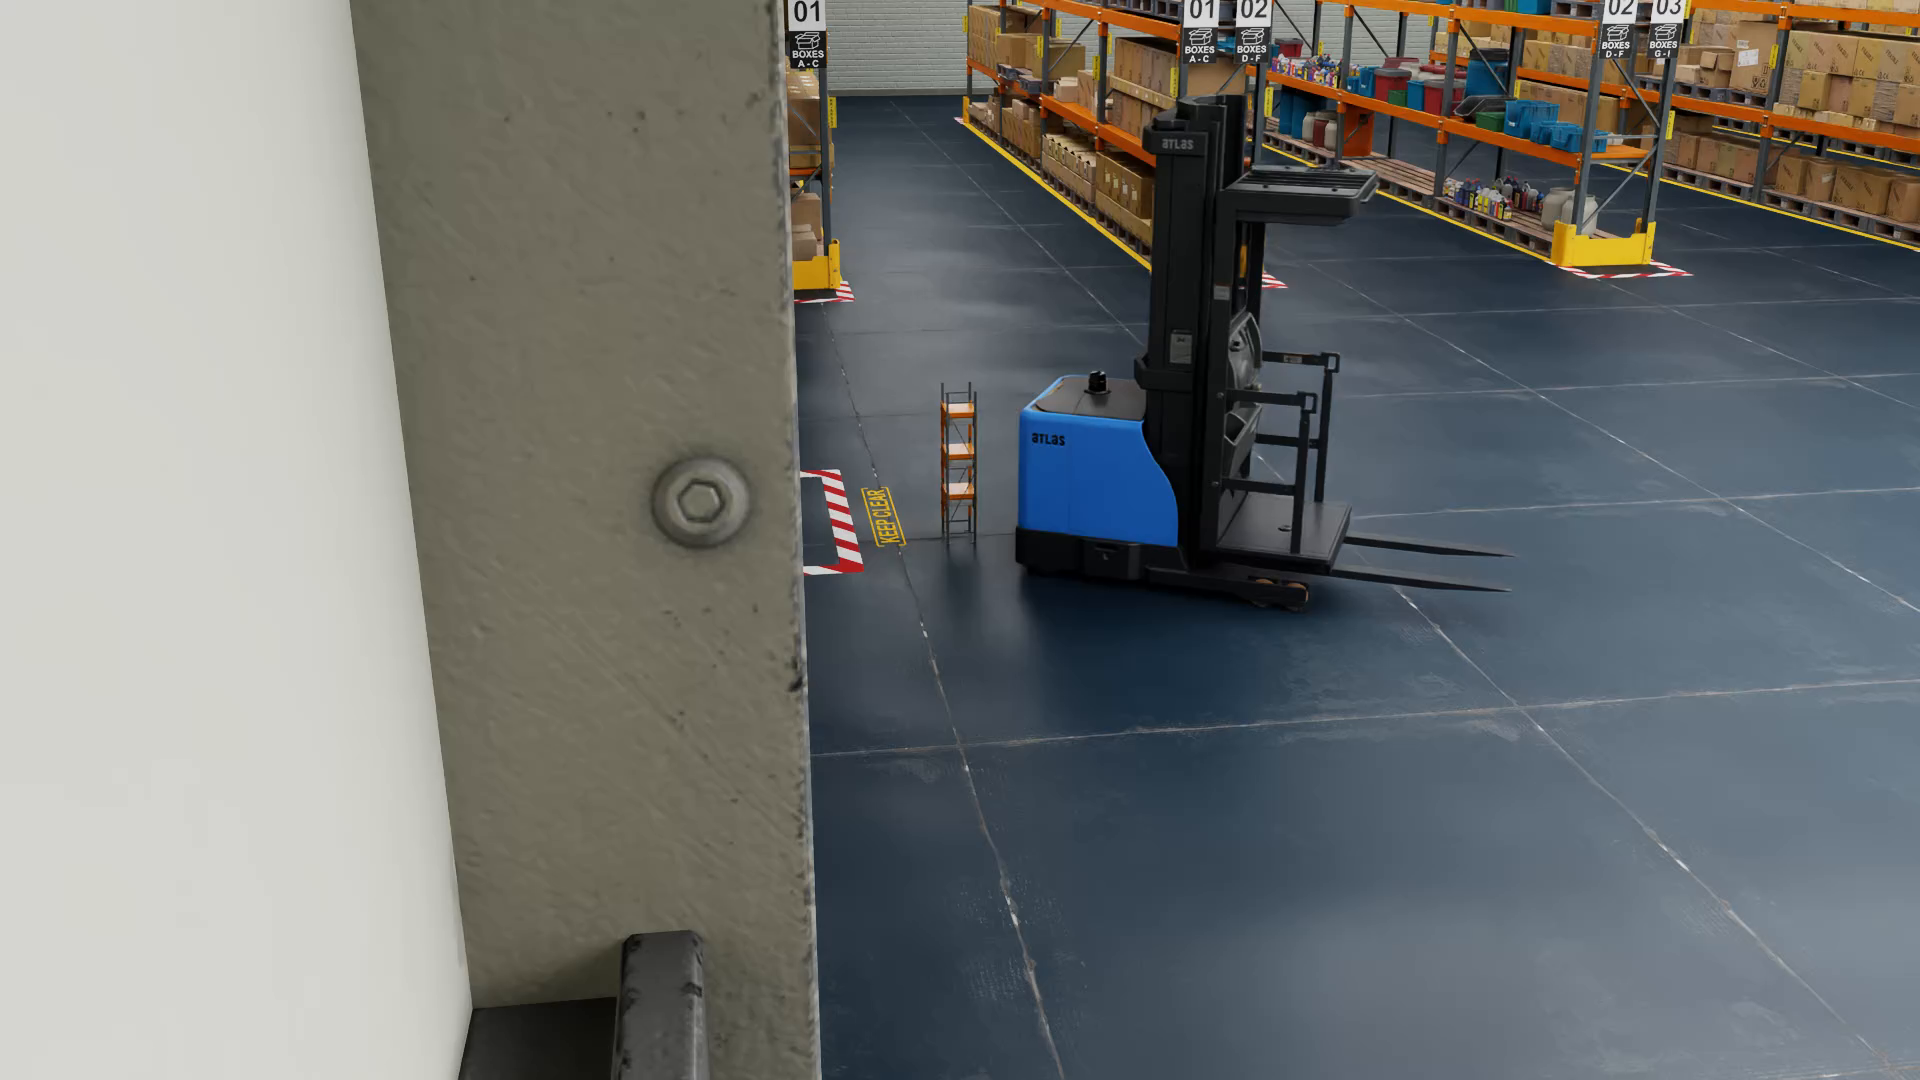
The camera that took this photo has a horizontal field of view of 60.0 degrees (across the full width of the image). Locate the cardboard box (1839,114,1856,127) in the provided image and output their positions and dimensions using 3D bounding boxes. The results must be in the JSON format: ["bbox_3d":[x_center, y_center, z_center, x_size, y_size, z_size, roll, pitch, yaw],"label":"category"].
[{"bbox_3d":[12.145,-5.671,22.471,0.380,0.149,0.250,-3,21,-8],"label":"cardboard box"}]

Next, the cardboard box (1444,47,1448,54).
[{"bbox_3d":[10.252,-10.117,34.375,0.380,0.149,0.250,-3,21,-9],"label":"cardboard box"}]

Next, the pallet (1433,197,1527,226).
[{"bbox_3d":[7.336,-4.606,23.247,1.003,0.211,1.213,-3,21,-8],"label":"pallet"}]

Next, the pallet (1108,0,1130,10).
[{"bbox_3d":[2.527,-6.968,21.425,1.003,0.211,1.213,-3,21,-8],"label":"pallet"}]

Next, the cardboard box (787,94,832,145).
[{"bbox_3d":[-1.718,-4.733,18.716,0.500,0.500,0.500,-3,21,-8],"label":"cardboard box"}]

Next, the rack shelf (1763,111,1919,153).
[{"bbox_3d":[12.470,-5.367,22.328,1.077,0.370,4.000,-3,21,-8],"label":"rack shelf"}]

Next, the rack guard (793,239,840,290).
[{"bbox_3d":[-1.957,-3.118,18.849,1.175,0.500,0.348,-3,21,-8],"label":"rack guard"}]

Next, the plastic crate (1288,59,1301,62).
[{"bbox_3d":[6.202,-8.990,31.289,0.396,0.136,0.243,-3,21,-8],"label":"plastic crate"}]

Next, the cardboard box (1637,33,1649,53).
[{"bbox_3d":[11.516,-8.552,28.251,0.797,0.503,0.637,-2,21,-6],"label":"cardboard box"}]

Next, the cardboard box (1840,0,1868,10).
[{"bbox_3d":[12.136,-7.207,22.154,0.500,0.250,0.500,-4,21,-10],"label":"cardboard box"}]

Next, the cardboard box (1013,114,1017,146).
[{"bbox_3d":[1.206,-7.166,29.059,0.500,0.500,0.500,-3,21,-7],"label":"cardboard box"}]

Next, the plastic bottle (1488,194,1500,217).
[{"bbox_3d":[7.129,-4.443,22.088,0.152,0.276,0.135,-3,21,-9],"label":"plastic bottle"}]

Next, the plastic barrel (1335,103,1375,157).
[{"bbox_3d":[6.617,-6.880,27.852,0.600,0.830,0.708,-3,21,-8],"label":"plastic barrel"}]

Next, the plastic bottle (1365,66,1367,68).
[{"bbox_3d":[6.887,-7.932,28.333,0.061,0.283,0.133,-3,21,-8],"label":"plastic bottle"}]

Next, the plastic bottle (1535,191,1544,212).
[{"bbox_3d":[7.811,-4.557,22.400,0.097,0.271,0.097,0,20,0],"label":"plastic bottle"}]

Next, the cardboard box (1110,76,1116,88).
[{"bbox_3d":[2.225,-6.146,22.315,0.380,0.149,0.250,-3,21,-8],"label":"cardboard box"}]

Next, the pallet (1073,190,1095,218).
[{"bbox_3d":[2.234,-4.845,23.887,1.003,0.211,1.213,-3,21,-8],"label":"pallet"}]

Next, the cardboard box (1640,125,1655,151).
[{"bbox_3d":[11.722,-6.586,27.506,0.700,0.500,0.500,-4,21,-11],"label":"cardboard box"}]

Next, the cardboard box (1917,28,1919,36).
[{"bbox_3d":[20.288,-10.394,34.616,0.500,0.500,0.500,-2,21,-6],"label":"cardboard box"}]

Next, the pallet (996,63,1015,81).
[{"bbox_3d":[1.232,-8.296,29.416,1.003,0.211,1.213,-3,21,-8],"label":"pallet"}]

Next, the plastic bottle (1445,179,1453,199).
[{"bbox_3d":[6.893,-4.942,23.433,0.097,0.271,0.097,0,20,0],"label":"plastic bottle"}]

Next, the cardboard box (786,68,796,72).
[{"bbox_3d":[-2.563,-6.078,22.431,0.700,0.500,0.500,-3,21,-8],"label":"cardboard box"}]

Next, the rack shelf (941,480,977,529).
[{"bbox_3d":[-0.008,-0.240,11.183,0.215,0.259,0.240,-3,21,-8],"label":"rack shelf"}]

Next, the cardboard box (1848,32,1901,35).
[{"bbox_3d":[12.592,-6.736,22.968,0.500,0.500,0.500,-3,21,-8],"label":"cardboard box"}]

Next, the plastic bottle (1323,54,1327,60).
[{"bbox_3d":[6.584,-8.592,30.004,0.144,0.351,0.185,-3,21,-8],"label":"plastic bottle"}]

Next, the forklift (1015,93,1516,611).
[{"bbox_3d":[1.927,-1.154,10.116,3.031,2.935,1.130,7,22,18],"label":"forklift"}]

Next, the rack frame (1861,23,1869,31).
[{"bbox_3d":[20.258,-11.051,36.518,1.000,3.000,0.127,-3,21,-8],"label":"rack frame"}]

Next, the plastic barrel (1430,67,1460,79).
[{"bbox_3d":[7.254,-6.807,24.960,0.433,0.535,0.433,0,20,0],"label":"plastic barrel"}]

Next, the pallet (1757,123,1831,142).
[{"bbox_3d":[16.065,-7.806,31.814,1.003,0.211,1.213,-3,21,-8],"label":"pallet"}]

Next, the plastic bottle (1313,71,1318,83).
[{"bbox_3d":[6.093,-7.914,28.402,0.097,0.201,0.097,0,20,0],"label":"plastic bottle"}]

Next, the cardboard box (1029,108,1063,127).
[{"bbox_3d":[1.422,-7.001,27.546,0.500,0.250,0.500,-2,21,-6],"label":"cardboard box"}]

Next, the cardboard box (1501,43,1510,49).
[{"bbox_3d":[10.705,-9.375,31.820,0.500,0.250,0.500,-3,21,-9],"label":"cardboard box"}]

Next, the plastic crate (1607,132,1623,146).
[{"bbox_3d":[8.047,-4.965,20.598,0.298,0.136,0.250,-3,21,-8],"label":"plastic crate"}]

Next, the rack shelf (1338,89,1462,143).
[{"bbox_3d":[6.992,-6.502,25.367,1.077,0.370,4.000,-3,21,-8],"label":"rack shelf"}]

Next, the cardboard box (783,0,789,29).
[{"bbox_3d":[-1.747,-5.852,18.139,0.500,0.500,0.500,-2,21,-6],"label":"cardboard box"}]

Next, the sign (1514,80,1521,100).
[{"bbox_3d":[7.827,-6.301,23.403,0.100,0.325,0.005,-3,21,-8],"label":"sign"}]

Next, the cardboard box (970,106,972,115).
[{"bbox_3d":[0.405,-8.683,33.598,0.380,0.166,0.250,-3,21,-8],"label":"cardboard box"}]

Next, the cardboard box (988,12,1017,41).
[{"bbox_3d":[0.820,-9.523,30.854,0.500,0.500,0.500,-3,21,-9],"label":"cardboard box"}]

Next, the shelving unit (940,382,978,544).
[{"bbox_3d":[-0.008,-0.510,11.082,0.215,1.050,0.252,-3,21,-8],"label":"shelving unit"}]

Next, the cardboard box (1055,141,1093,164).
[{"bbox_3d":[1.742,-5.900,25.255,0.500,0.311,0.500,-3,21,-9],"label":"cardboard box"}]

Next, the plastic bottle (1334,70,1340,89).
[{"bbox_3d":[6.223,-7.596,27.433,0.061,0.283,0.133,-3,21,-8],"label":"plastic bottle"}]

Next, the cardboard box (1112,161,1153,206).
[{"bbox_3d":[2.280,-4.636,21.599,0.500,0.500,0.500,-3,21,-8],"label":"cardboard box"}]

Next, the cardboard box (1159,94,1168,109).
[{"bbox_3d":[2.601,-5.253,19.924,0.380,0.149,0.250,-3,21,-7],"label":"cardboard box"}]

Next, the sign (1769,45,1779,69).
[{"bbox_3d":[11.633,-6.910,23.775,0.100,0.325,0.005,-3,21,-8],"label":"sign"}]

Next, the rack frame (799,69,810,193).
[{"bbox_3d":[-2.523,-5.647,22.049,1.000,3.000,0.127,-3,21,-8],"label":"rack frame"}]

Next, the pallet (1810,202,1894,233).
[{"bbox_3d":[12.493,-4.436,22.792,1.003,0.211,1.213,-3,21,-8],"label":"pallet"}]

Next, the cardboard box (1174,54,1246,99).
[{"bbox_3d":[2.893,-5.349,19.253,0.700,0.500,0.500,-3,21,-8],"label":"cardboard box"}]

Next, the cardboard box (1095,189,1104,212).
[{"bbox_3d":[2.145,-4.631,22.658,0.500,0.250,0.500,-3,21,-8],"label":"cardboard box"}]

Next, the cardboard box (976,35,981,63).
[{"bbox_3d":[0.601,-9.581,32.438,0.500,0.500,0.500,-3,21,-8],"label":"cardboard box"}]

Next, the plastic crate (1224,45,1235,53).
[{"bbox_3d":[5.450,-9.693,33.036,0.416,0.233,0.300,-3,21,-8],"label":"plastic crate"}]

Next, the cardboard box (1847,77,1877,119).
[{"bbox_3d":[12.426,-5.906,22.174,0.875,0.500,0.500,-3,21,-8],"label":"cardboard box"}]

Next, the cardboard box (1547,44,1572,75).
[{"bbox_3d":[10.993,-8.694,30.064,0.500,0.500,0.500,-3,21,-9],"label":"cardboard box"}]

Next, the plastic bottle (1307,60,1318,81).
[{"bbox_3d":[6.077,-8.080,28.634,0.144,0.351,0.185,-3,21,-8],"label":"plastic bottle"}]
